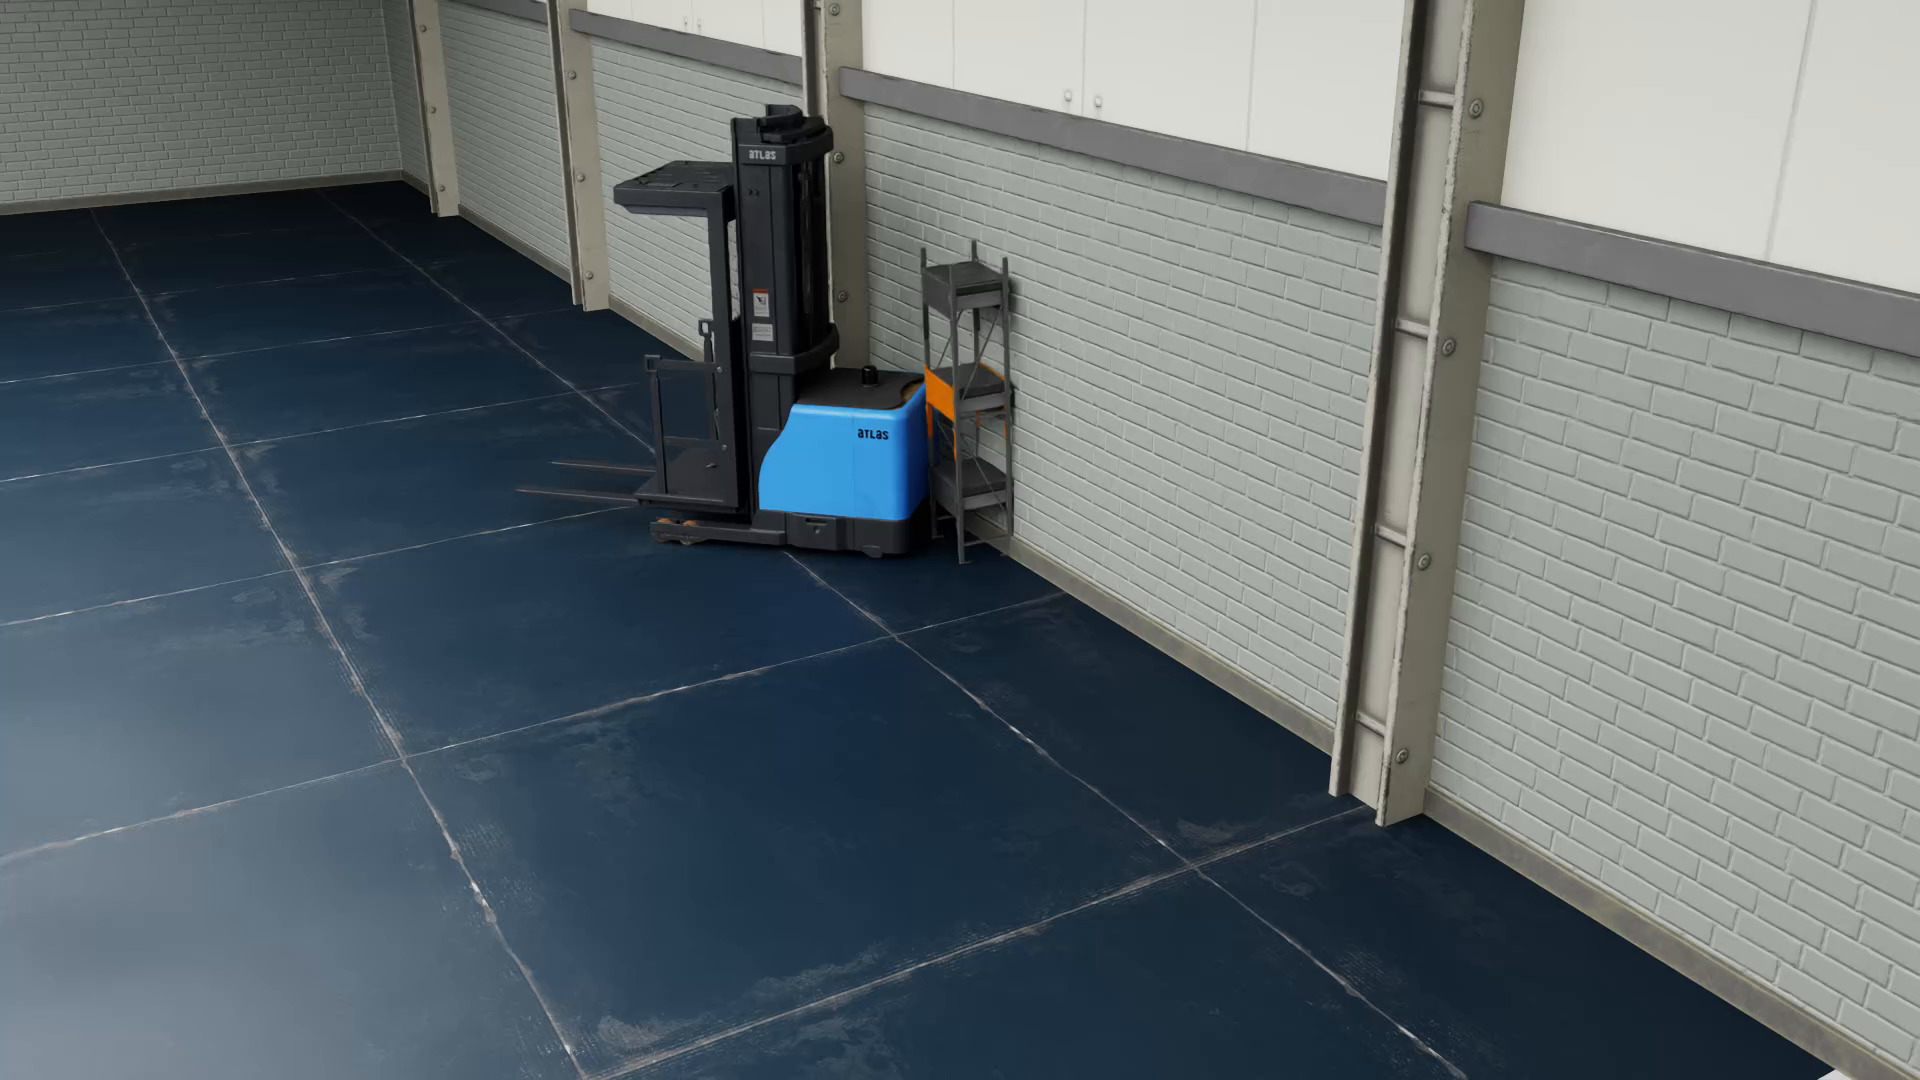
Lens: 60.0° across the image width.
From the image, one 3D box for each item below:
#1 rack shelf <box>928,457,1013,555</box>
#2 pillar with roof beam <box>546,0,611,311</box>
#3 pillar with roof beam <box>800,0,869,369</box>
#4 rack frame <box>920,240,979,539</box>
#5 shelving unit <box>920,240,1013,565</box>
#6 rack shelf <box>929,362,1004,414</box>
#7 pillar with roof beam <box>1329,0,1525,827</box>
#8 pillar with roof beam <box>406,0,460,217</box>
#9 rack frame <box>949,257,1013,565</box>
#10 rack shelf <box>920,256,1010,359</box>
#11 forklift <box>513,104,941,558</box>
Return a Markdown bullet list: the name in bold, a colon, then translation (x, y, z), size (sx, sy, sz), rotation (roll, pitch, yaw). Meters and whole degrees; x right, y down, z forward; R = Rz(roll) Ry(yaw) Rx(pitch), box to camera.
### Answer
- **rack shelf**: translation (0.074, -0.263, 11.519), size (0.431, 0.518, 0.480), rotation (-12, 26, -21)
- **pillar with roof beam**: translation (-7.694, -5.887, 14.344), size (9.100, 9.000, 0.400), rotation (-13, 25, -28)
- **pillar with roof beam**: translation (-4.629, -3.945, 9.566), size (9.100, 9.000, 0.400), rotation (-13, 25, -28)
- **rack frame**: translation (-0.045, -1.002, 11.426), size (0.400, 2.100, 0.015), rotation (-12, 26, -21)
- **shelving unit**: translation (0.052, -0.911, 11.221), size (0.431, 2.100, 0.503), rotation (-12, 26, -21)
- **rack shelf**: translation (0.049, -1.023, 11.170), size (0.368, 0.174, 0.457), rotation (-12, 26, -21)
- **pillar with roof beam**: translation (-1.565, -2.002, 4.787), size (9.100, 9.000, 0.400), rotation (-13, 25, -28)
- **pillar with roof beam**: translation (-10.759, -7.829, 19.123), size (9.100, 9.000, 0.400), rotation (-13, 25, -28)
- **rack frame**: translation (0.150, -0.820, 11.017), size (0.400, 2.100, 0.015), rotation (-12, 26, -21)
- **rack shelf**: translation (0.032, -1.534, 10.935), size (0.431, 0.518, 0.480), rotation (-12, 26, -21)
- **forklift**: translation (-1.711, -1.510, 11.633), size (3.031, 2.935, 1.130), rotation (5, 23, 12)
